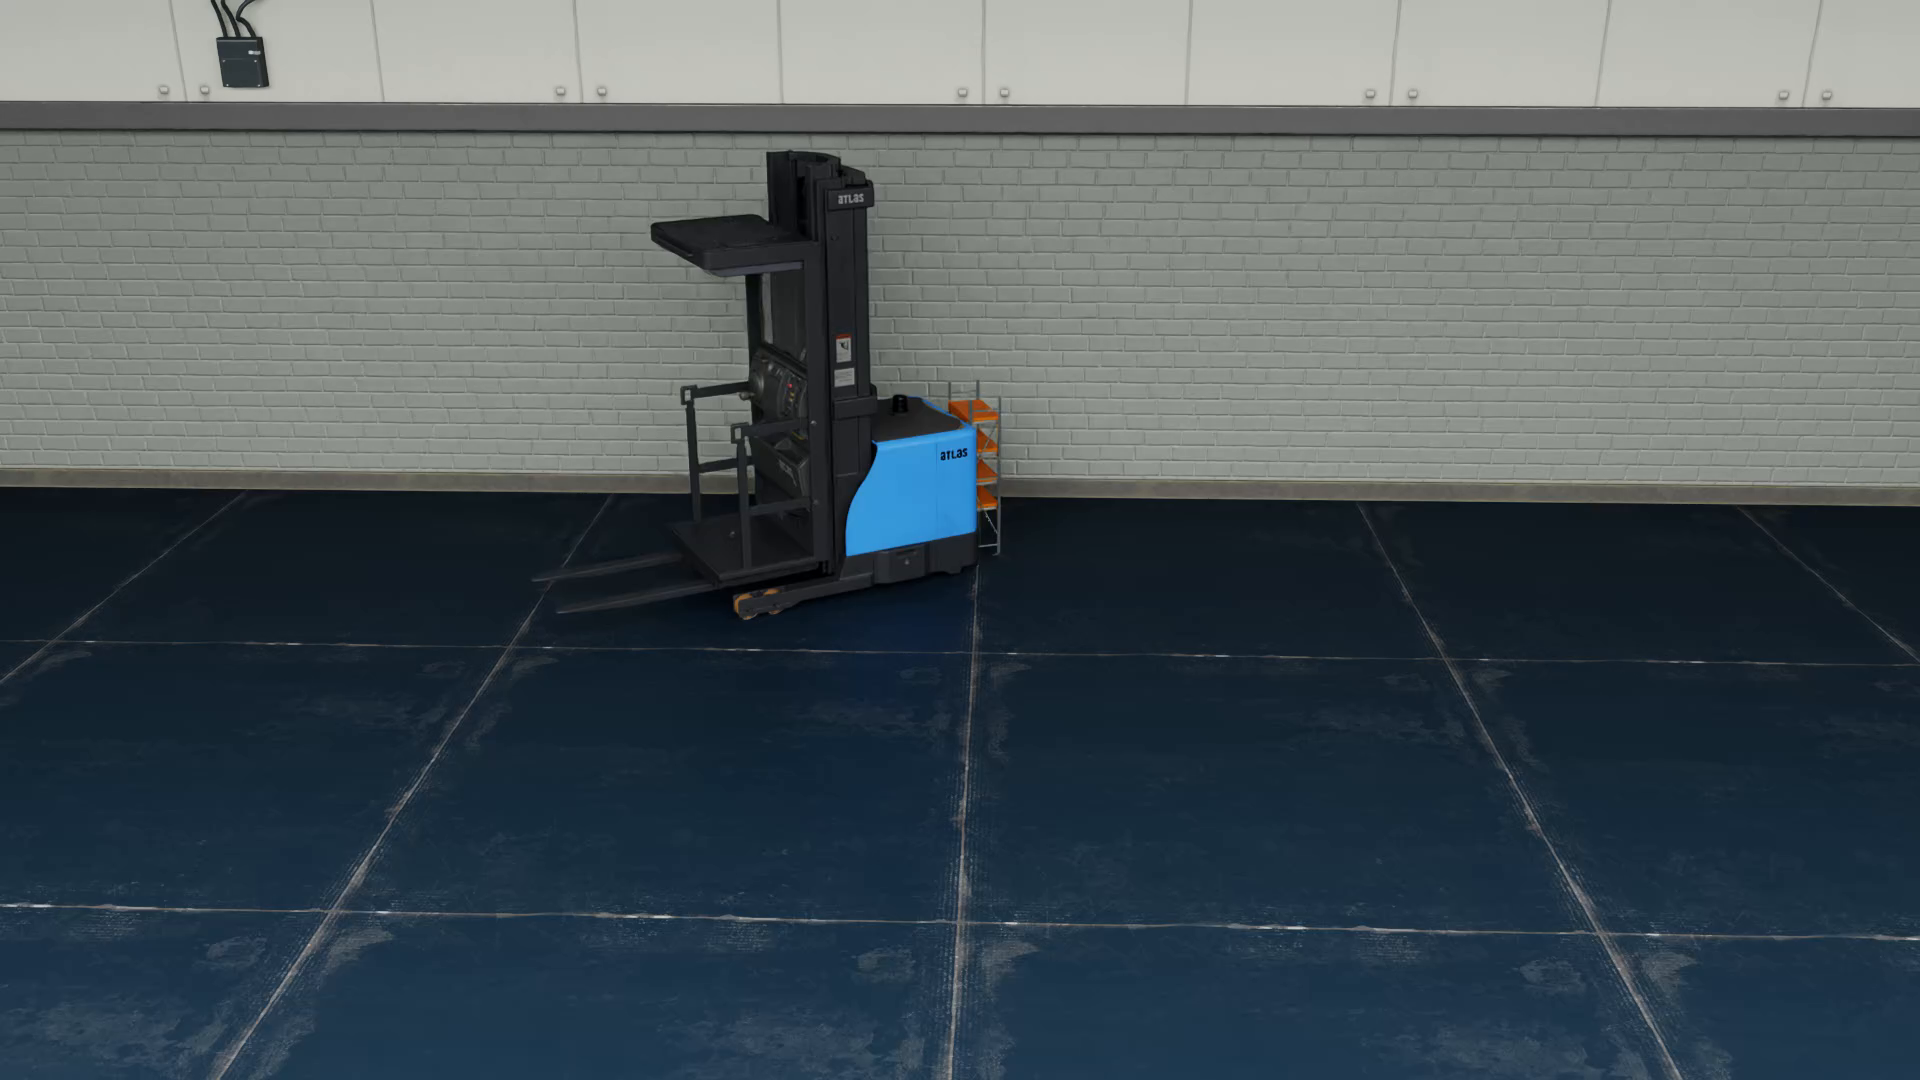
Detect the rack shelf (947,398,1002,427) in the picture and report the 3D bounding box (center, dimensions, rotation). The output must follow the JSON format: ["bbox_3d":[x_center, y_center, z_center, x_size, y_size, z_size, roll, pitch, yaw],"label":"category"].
[{"bbox_3d":[0.104,-0.891,12.079,0.258,0.148,0.480,-7,22,-17],"label":"rack shelf"}]

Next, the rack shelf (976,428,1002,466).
[{"bbox_3d":[0.104,-0.670,12.165,0.258,0.148,0.480,-7,22,-17],"label":"rack shelf"}]

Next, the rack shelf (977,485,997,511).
[{"bbox_3d":[0.104,-0.276,12.318,0.258,0.148,0.480,-7,22,-17],"label":"rack shelf"}]

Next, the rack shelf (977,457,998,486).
[{"bbox_3d":[0.104,-0.462,12.246,0.258,0.148,0.480,-7,22,-17],"label":"rack shelf"}]

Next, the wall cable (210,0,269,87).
[{"bbox_3d":[-4.324,-6.165,11.276,2.305,6.003,0.169,1,21,2],"label":"wall cable"}]

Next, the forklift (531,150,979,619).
[{"bbox_3d":[-1.413,-1.051,11.187,3.031,2.935,1.130,-11,24,-26],"label":"forklift"}]

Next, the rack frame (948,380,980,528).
[{"bbox_3d":[0.028,-0.608,12.438,0.240,1.200,0.015,-7,22,-17],"label":"rack frame"}]

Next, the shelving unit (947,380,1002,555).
[{"bbox_3d":[0.104,-0.524,12.221,0.258,1.200,0.503,-7,22,-17],"label":"shelving unit"}]

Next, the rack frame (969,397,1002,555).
[{"bbox_3d":[0.179,-0.440,12.005,0.240,1.200,0.015,-7,22,-17],"label":"rack frame"}]
